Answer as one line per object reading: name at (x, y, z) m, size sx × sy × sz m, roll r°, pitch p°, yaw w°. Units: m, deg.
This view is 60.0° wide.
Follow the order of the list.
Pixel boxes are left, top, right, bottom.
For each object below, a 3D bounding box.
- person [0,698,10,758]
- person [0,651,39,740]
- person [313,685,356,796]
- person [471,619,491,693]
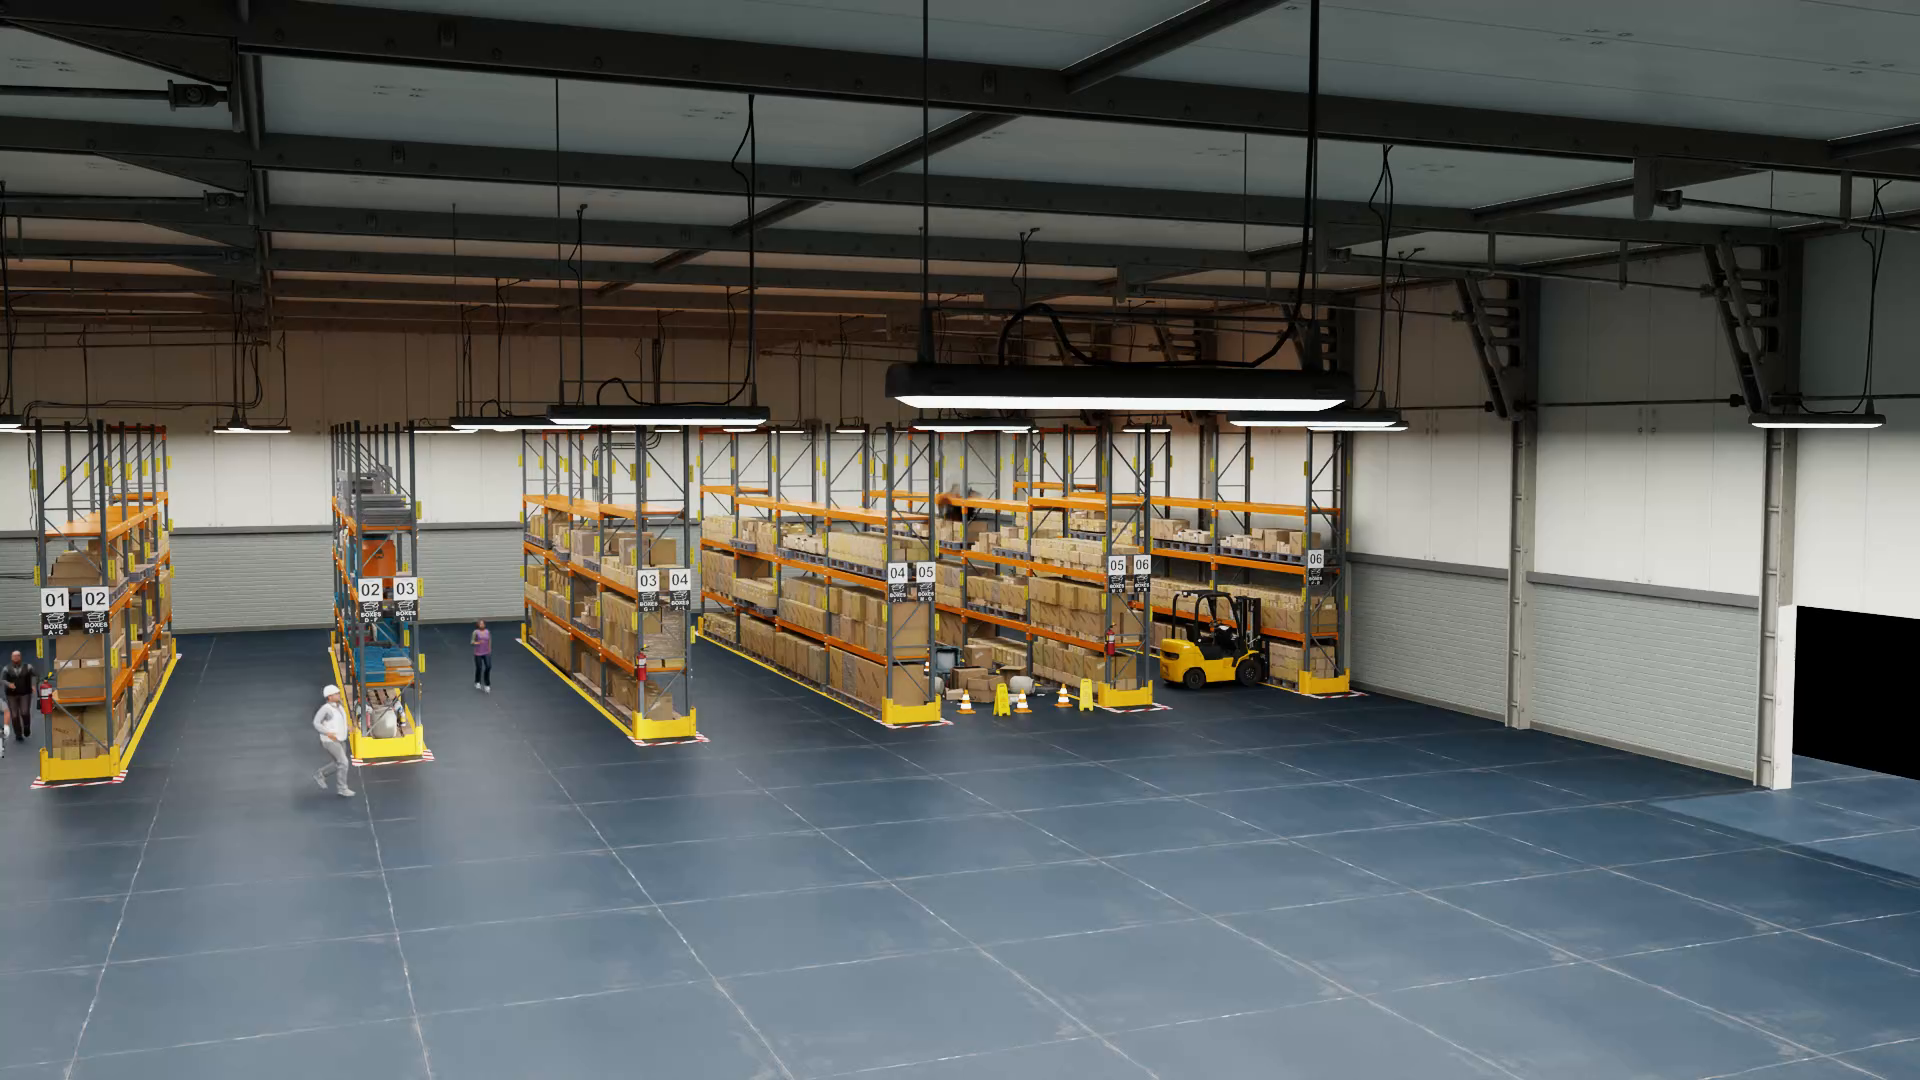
person at (-15.891, 3.169, 27.177) m, size 0.677 × 1.730 × 0.603 m, roll -3°, pitch 4°, yaw -35°
person at (-17.648, 2.923, 31.187) m, size 0.643 × 1.682 × 0.603 m, roll -2°, pitch 4°, yaw -26°
person at (-10.006, 3.190, 26.485) m, size 0.758 × 1.766 × 0.668 m, roll 0°, pitch 4°, yaw 6°
person at (-10.705, 2.590, 37.235) m, size 0.518 × 1.642 × 0.687 m, roll -2°, pitch 4°, yaw -32°
